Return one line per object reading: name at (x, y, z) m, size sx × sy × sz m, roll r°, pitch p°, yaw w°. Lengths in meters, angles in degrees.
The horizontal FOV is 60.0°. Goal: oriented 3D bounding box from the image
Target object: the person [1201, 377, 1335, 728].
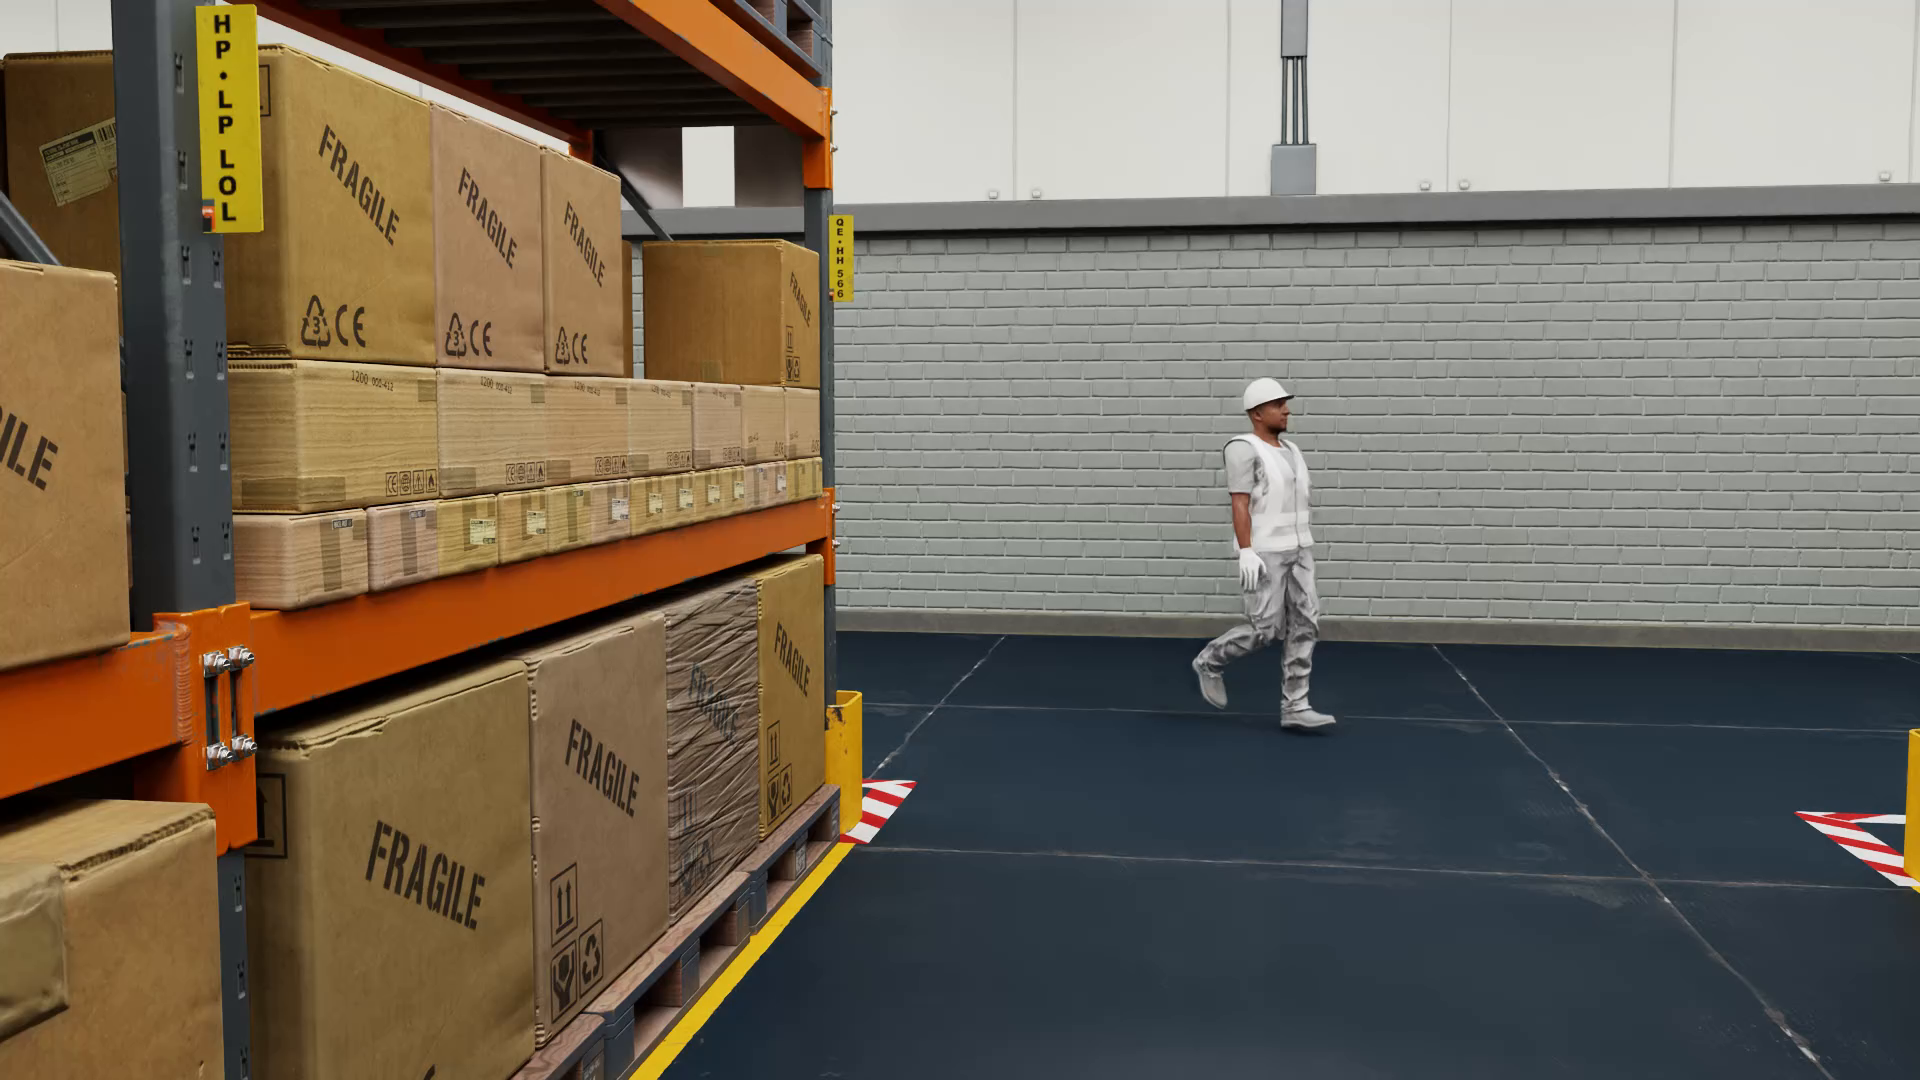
person at (1.573, 0.064, 8.426) m, size 0.562 × 1.769 × 0.695 m, roll -4°, pitch 6°, yaw -41°
